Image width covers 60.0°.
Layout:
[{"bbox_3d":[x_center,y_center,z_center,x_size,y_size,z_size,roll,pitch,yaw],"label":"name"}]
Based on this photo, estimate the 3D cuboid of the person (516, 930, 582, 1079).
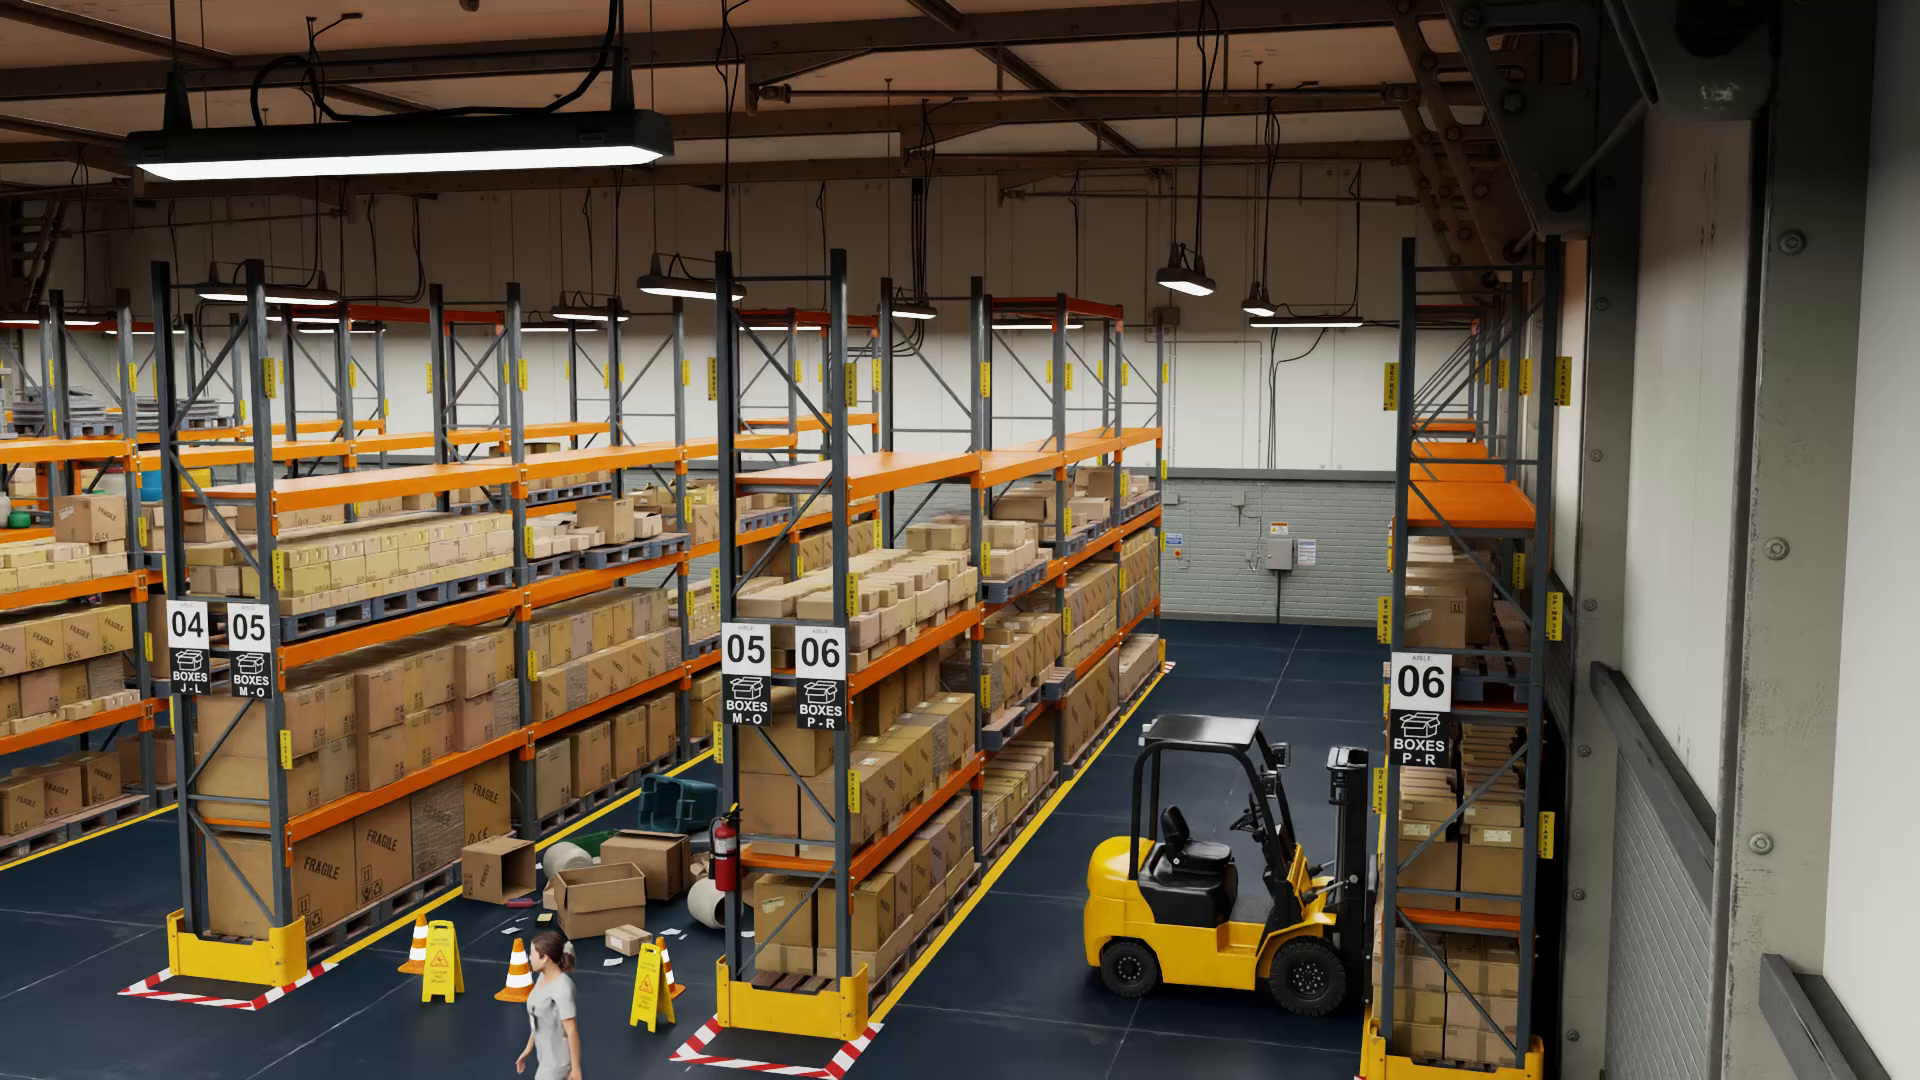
[{"bbox_3d":[-2.588,3.254,10.282,0.719,1.669,0.554,-3,7,-24],"label":"person"}]
